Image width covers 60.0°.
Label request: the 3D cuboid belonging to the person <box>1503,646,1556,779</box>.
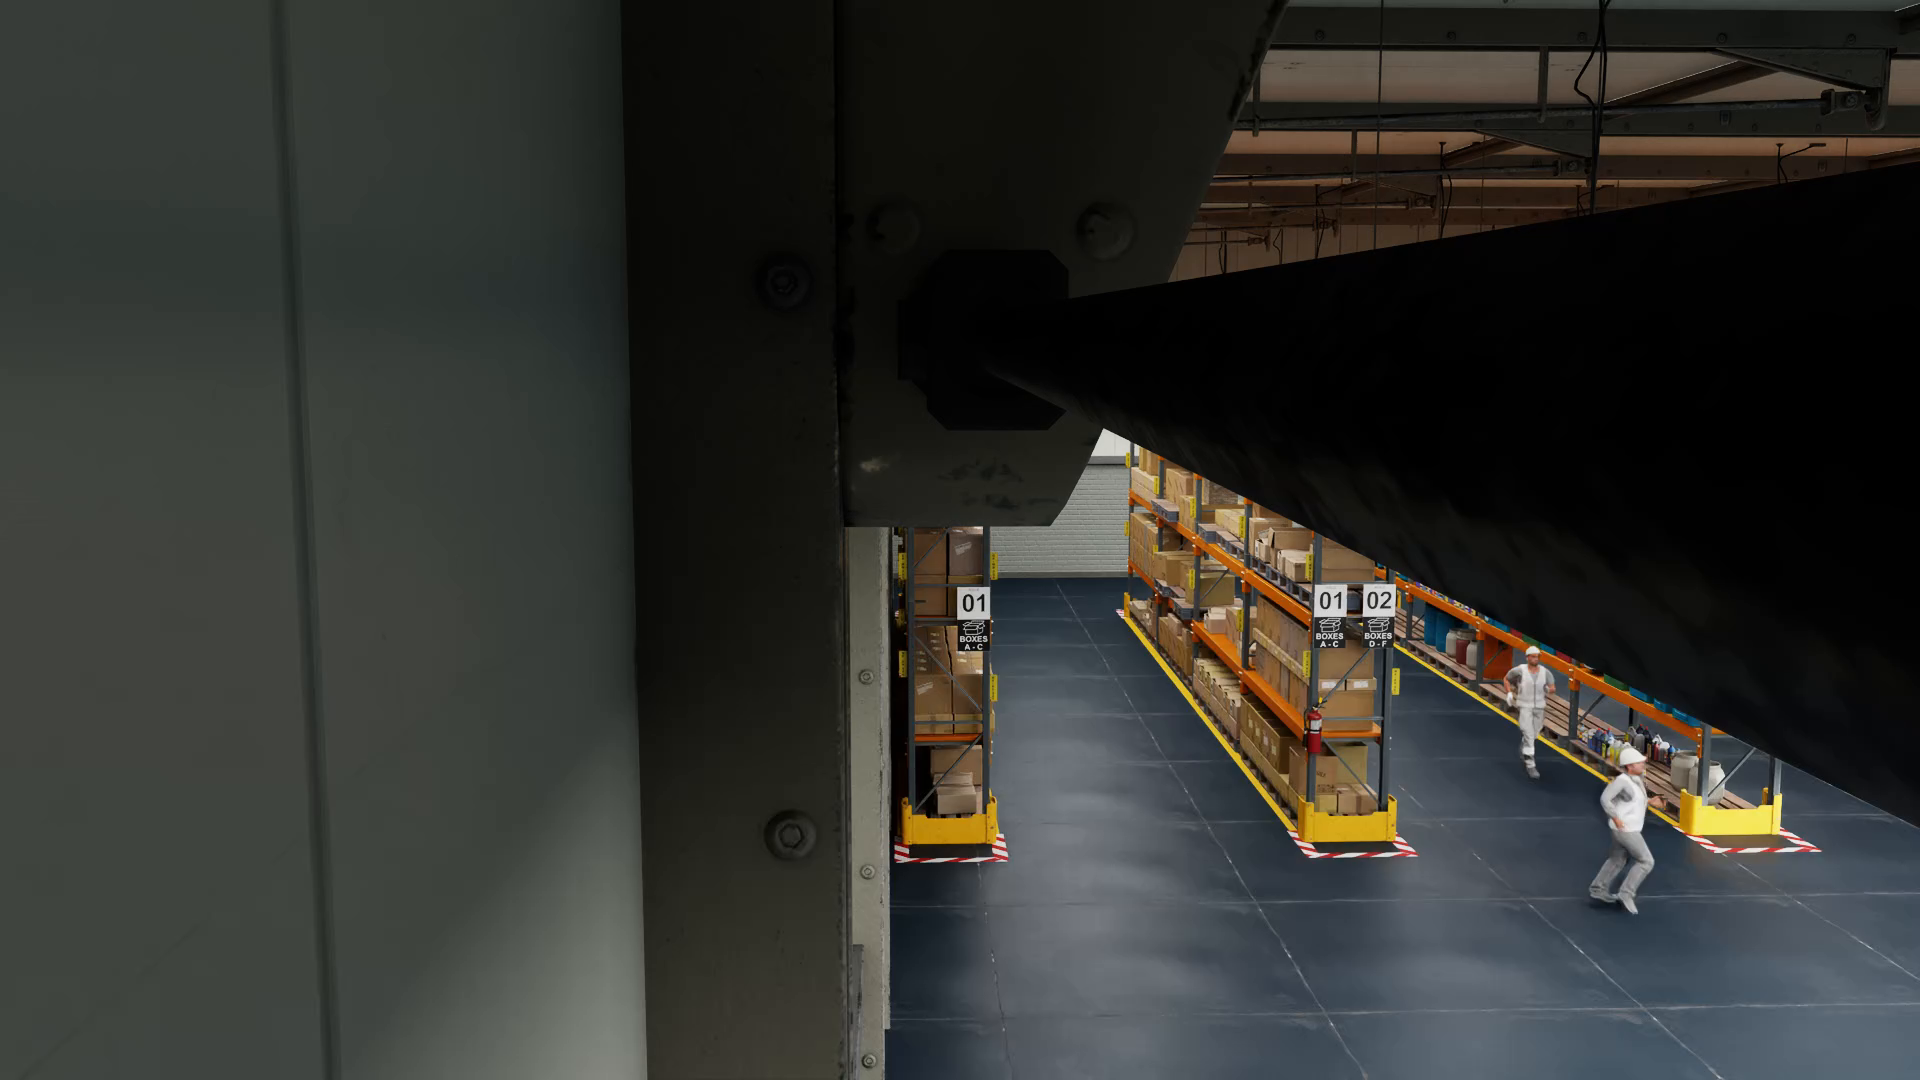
[{"bbox_3d":[8.112,2.393,23.627,0.659,1.787,0.980,0,7,-4],"label":"person"}]

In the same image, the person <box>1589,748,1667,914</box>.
[{"bbox_3d":[7.288,3.159,18.131,0.739,1.816,0.627,3,8,25],"label":"person"}]
